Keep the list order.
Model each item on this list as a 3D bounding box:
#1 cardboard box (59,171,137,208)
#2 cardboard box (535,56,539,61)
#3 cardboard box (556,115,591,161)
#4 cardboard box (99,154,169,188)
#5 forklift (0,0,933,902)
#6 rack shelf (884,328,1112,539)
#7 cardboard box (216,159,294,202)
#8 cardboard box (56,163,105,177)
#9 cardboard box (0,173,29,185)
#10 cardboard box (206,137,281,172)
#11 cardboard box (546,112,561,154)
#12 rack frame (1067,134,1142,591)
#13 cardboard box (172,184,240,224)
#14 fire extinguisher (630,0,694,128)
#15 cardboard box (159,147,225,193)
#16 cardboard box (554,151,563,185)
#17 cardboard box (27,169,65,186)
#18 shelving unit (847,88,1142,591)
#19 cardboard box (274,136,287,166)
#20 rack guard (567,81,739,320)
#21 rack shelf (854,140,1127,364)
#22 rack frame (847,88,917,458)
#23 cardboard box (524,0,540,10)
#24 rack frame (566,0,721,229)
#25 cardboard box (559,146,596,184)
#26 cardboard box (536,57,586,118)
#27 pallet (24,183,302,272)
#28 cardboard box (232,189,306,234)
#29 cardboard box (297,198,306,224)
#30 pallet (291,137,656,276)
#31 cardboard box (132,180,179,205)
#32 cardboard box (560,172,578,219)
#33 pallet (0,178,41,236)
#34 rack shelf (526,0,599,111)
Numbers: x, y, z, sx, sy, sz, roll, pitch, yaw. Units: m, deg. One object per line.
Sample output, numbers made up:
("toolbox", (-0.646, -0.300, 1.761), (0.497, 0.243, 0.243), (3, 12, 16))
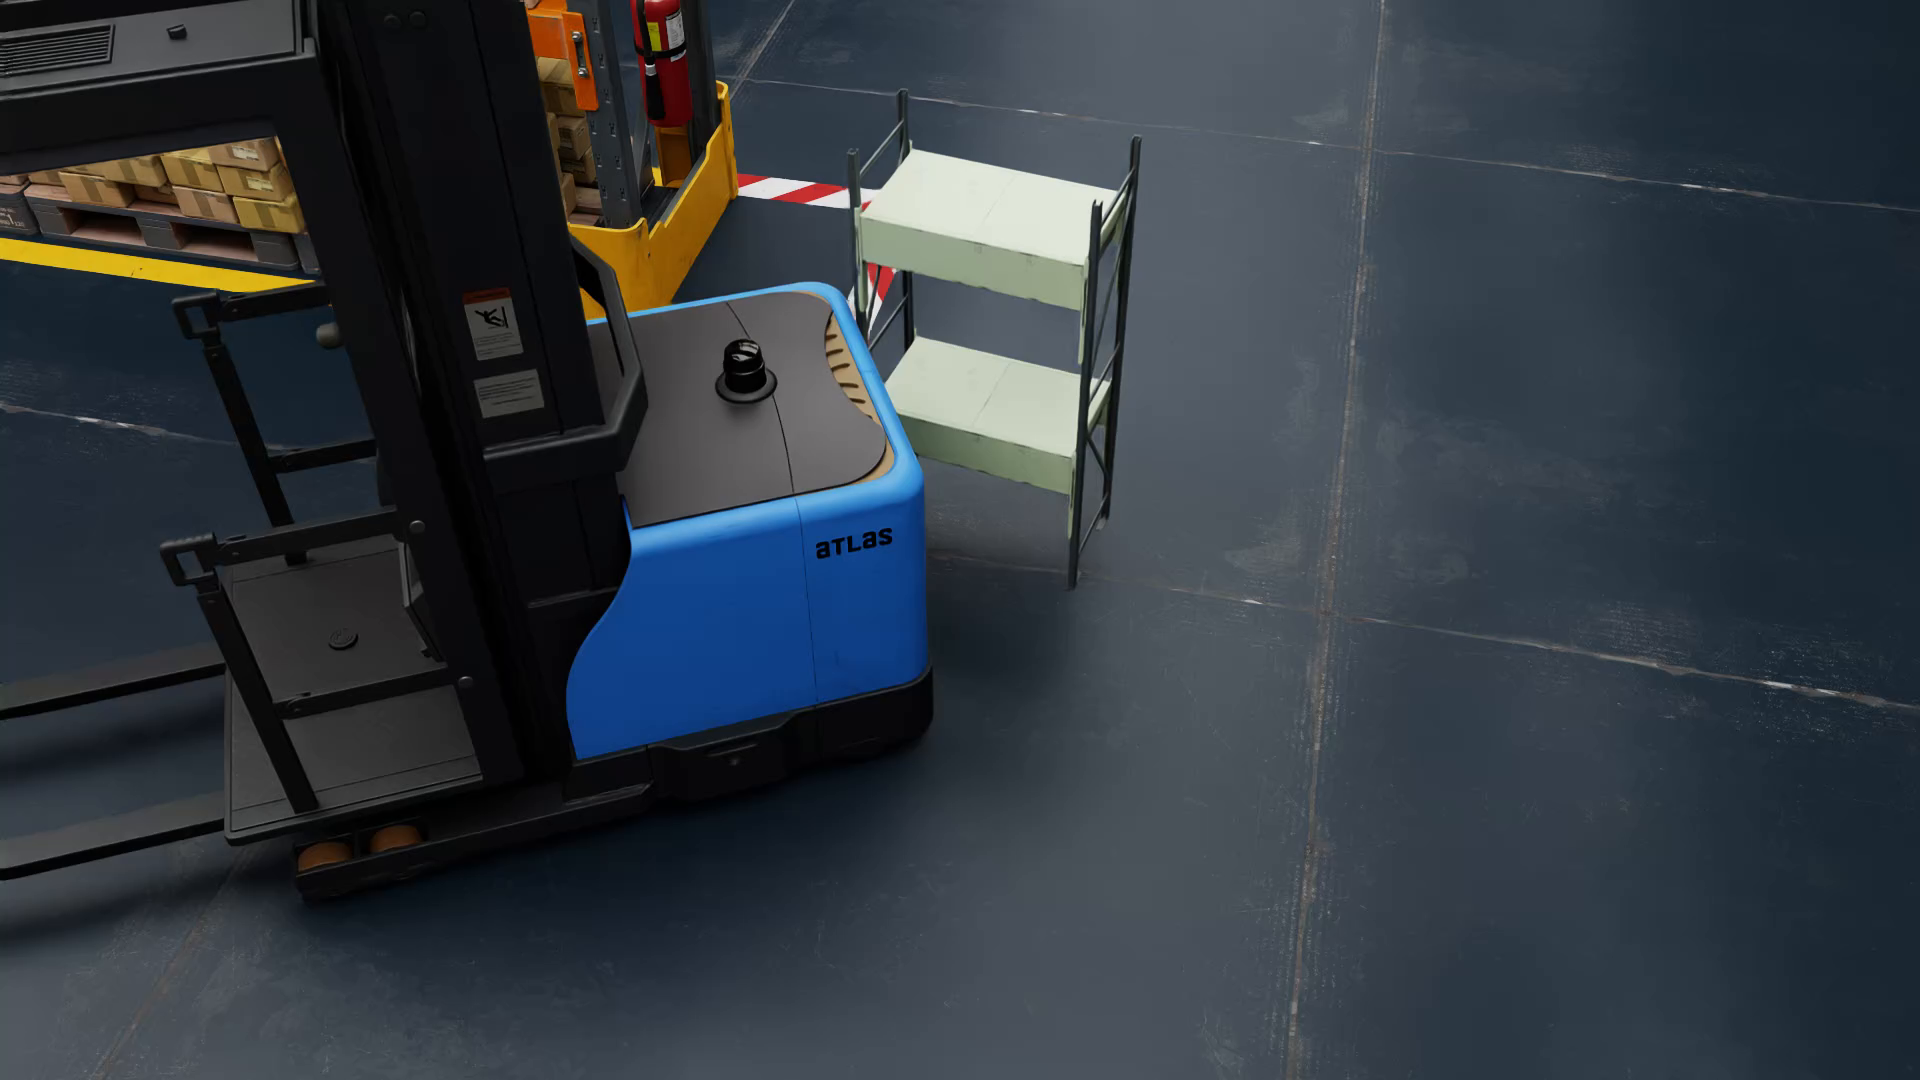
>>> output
("cardboard box", (-3.529, -1.565, 6.966), (0.250, 0.149, 0.380), (8, 44, 8))
("cardboard box", (-1.919, -1.885, 6.869), (0.250, 0.149, 0.380), (10, 45, 10))
("cardboard box", (-1.641, -1.761, 6.955), (0.250, 0.149, 0.380), (11, 45, 11))
("cardboard box", (-3.300, -1.616, 6.805), (0.250, 0.149, 0.380), (9, 45, 9))
("forklift", (-1.657, -0.459, 4.113), (3.031, 2.935, 1.130), (-12, 45, -12))
("rack shelf", (0.101, -0.359, 5.512), (0.720, 0.370, 0.431), (15, 46, 15))
("cardboard box", (-2.779, -1.542, 6.728), (0.250, 0.149, 0.380), (9, 45, 10))
("cardboard box", (-3.535, -1.671, 6.861), (0.250, 0.149, 0.380), (9, 45, 9))
("cardboard box", (-4.032, -1.687, 7.092), (0.250, 0.149, 0.380), (8, 44, 8))
("cardboard box", (-2.784, -1.639, 6.614), (0.250, 0.149, 0.380), (10, 45, 11))
("cardboard box", (-1.758, -1.524, 6.494), (0.250, 0.149, 0.380), (9, 45, 10))
("rack frame", (0.442, -0.501, 5.189), (0.023, 1.500, 0.400), (15, 46, 15))
("cardboard box", (-3.026, -1.488, 6.886), (0.250, 0.149, 0.380), (10, 45, 10))
("fire extinguisher", (-1.041, -1.764, 5.744), (0.183, 0.674, 0.296), (9, 45, 9))
("cardboard box", (-3.025, -1.593, 6.781), (0.250, 0.149, 0.380), (11, 45, 11))
("cardboard box", (-1.764, -1.395, 6.575), (0.250, 0.149, 0.380), (8, 44, 8))
("cardboard box", (-3.762, -1.670, 7.075), (0.250, 0.149, 0.380), (7, 44, 7))
("shelving unit", (0.101, -0.594, 5.286), (0.755, 1.500, 0.431), (15, 46, 15))
("cardboard box", (-2.510, -1.636, 6.611), (0.250, 0.149, 0.380), (7, 44, 7))
("rack guard", (-1.260, -1.388, 6.831), (0.348, 0.500, 1.175), (9, 45, 9))
("rack shelf", (0.101, -0.875, 5.015), (0.720, 0.370, 0.431), (15, 46, 15))
("rack frame", (-0.239, -0.687, 5.382), (0.023, 1.500, 0.400), (15, 46, 15))
("cardboard box", (-1.566, -2.044, 5.892), (0.250, 0.149, 0.380), (9, 45, 9))
("rack frame", (-1.186, -2.277, 5.952), (0.127, 3.000, 1.000), (9, 45, 9))
("cardboard box", (-1.628, -1.697, 7.103), (0.250, 0.149, 0.380), (10, 45, 10))
("cardboard box", (-1.623, -1.925, 6.910), (0.250, 0.149, 0.380), (7, 44, 7))
("pallet", (-3.232, -1.617, 7.278), (1.213, 0.211, 1.003), (9, 45, 9))
("cardboard box", (-2.764, -1.433, 6.829), (0.250, 0.149, 0.380), (7, 44, 7))
("cardboard box", (-2.501, -1.437, 6.833), (0.250, 0.149, 0.380), (9, 45, 9))
("pallet", (-2.045, -1.431, 7.084), (1.213, 0.211, 1.003), (9, 45, 9))
("cardboard box", (-3.257, -1.577, 6.978), (0.250, 0.149, 0.380), (10, 45, 10))
("cardboard box", (-1.745, -1.340, 6.732), (0.250, 0.149, 0.380), (10, 45, 10))
("pallet", (-4.427, -1.800, 7.468), (1.213, 0.211, 1.003), (9, 45, 9))
("rack shelf", (-3.138, -2.320, 6.517), (4.000, 0.370, 1.077), (9, 45, 9))
